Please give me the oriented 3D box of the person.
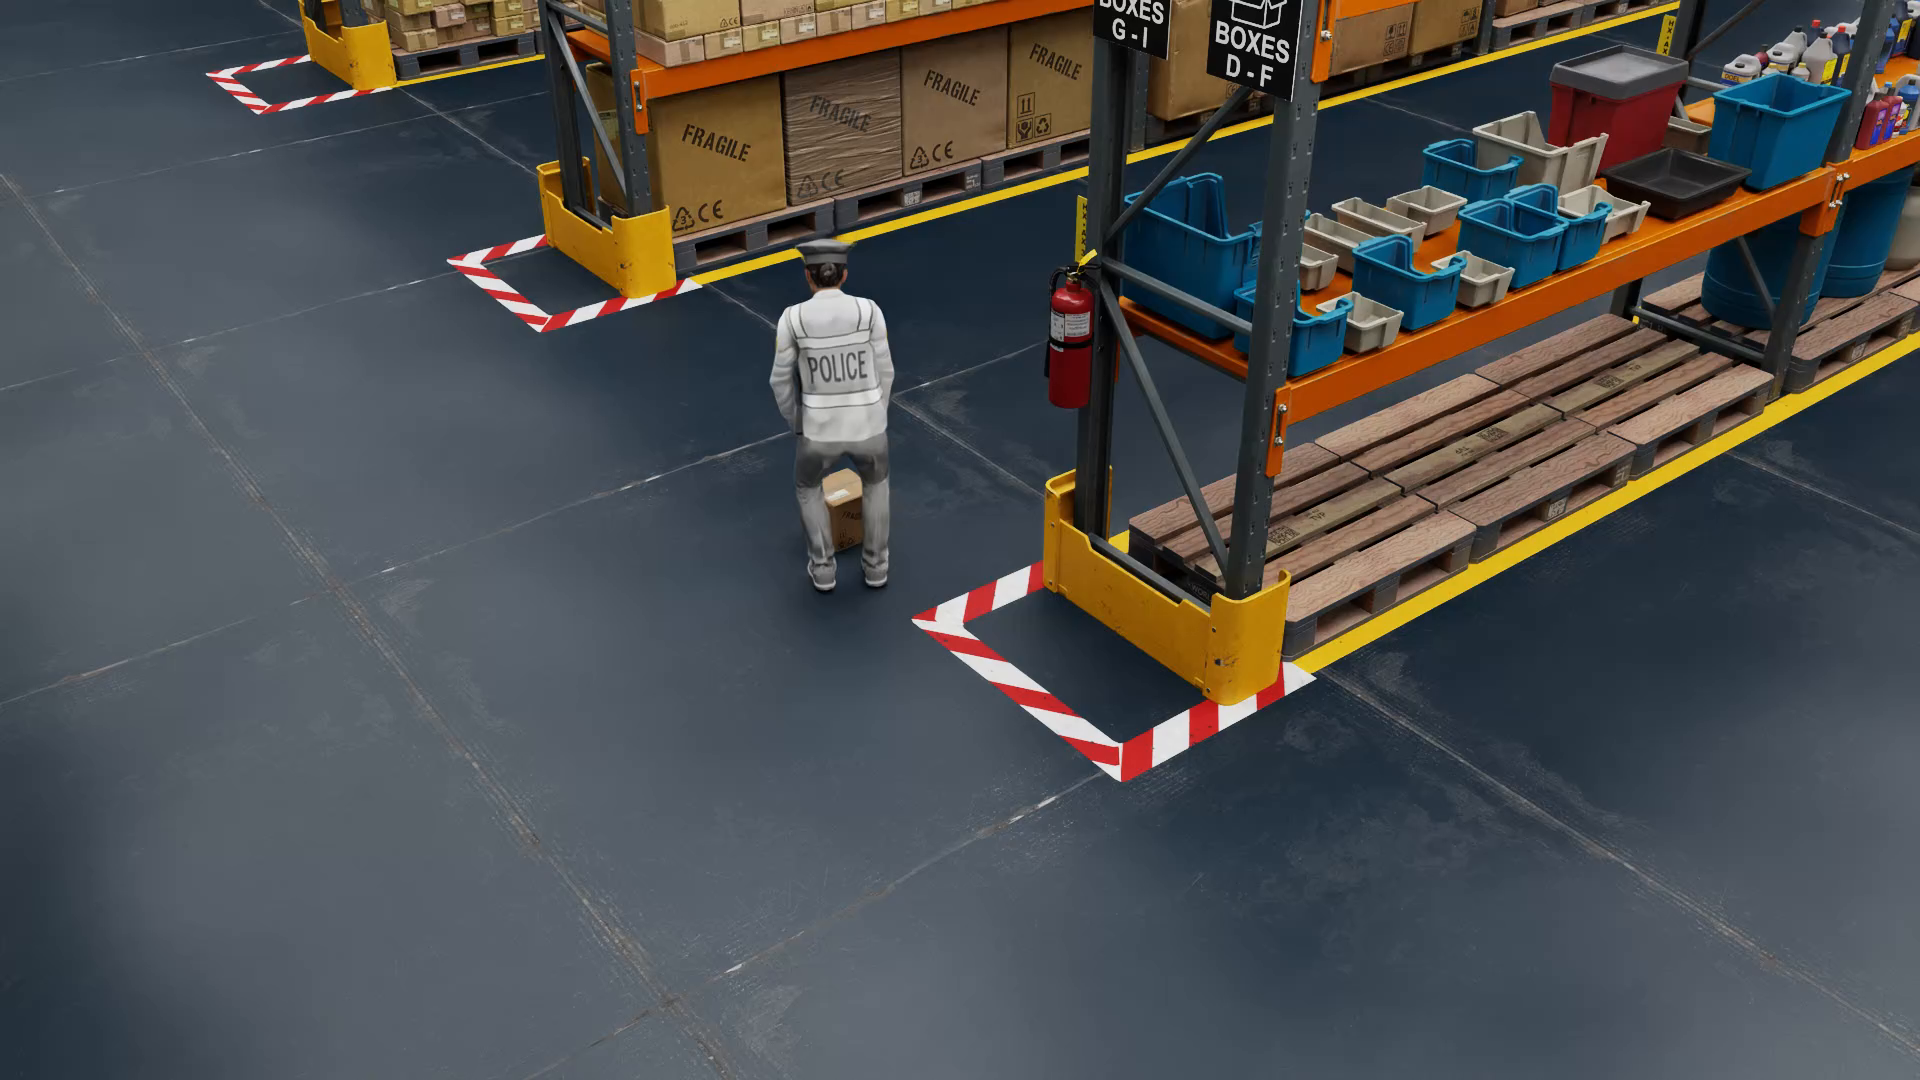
[{"bbox_3d":[-0.534,-0.508,7.065,0.523,1.542,0.570,-3,33,-5],"label":"person"}]
